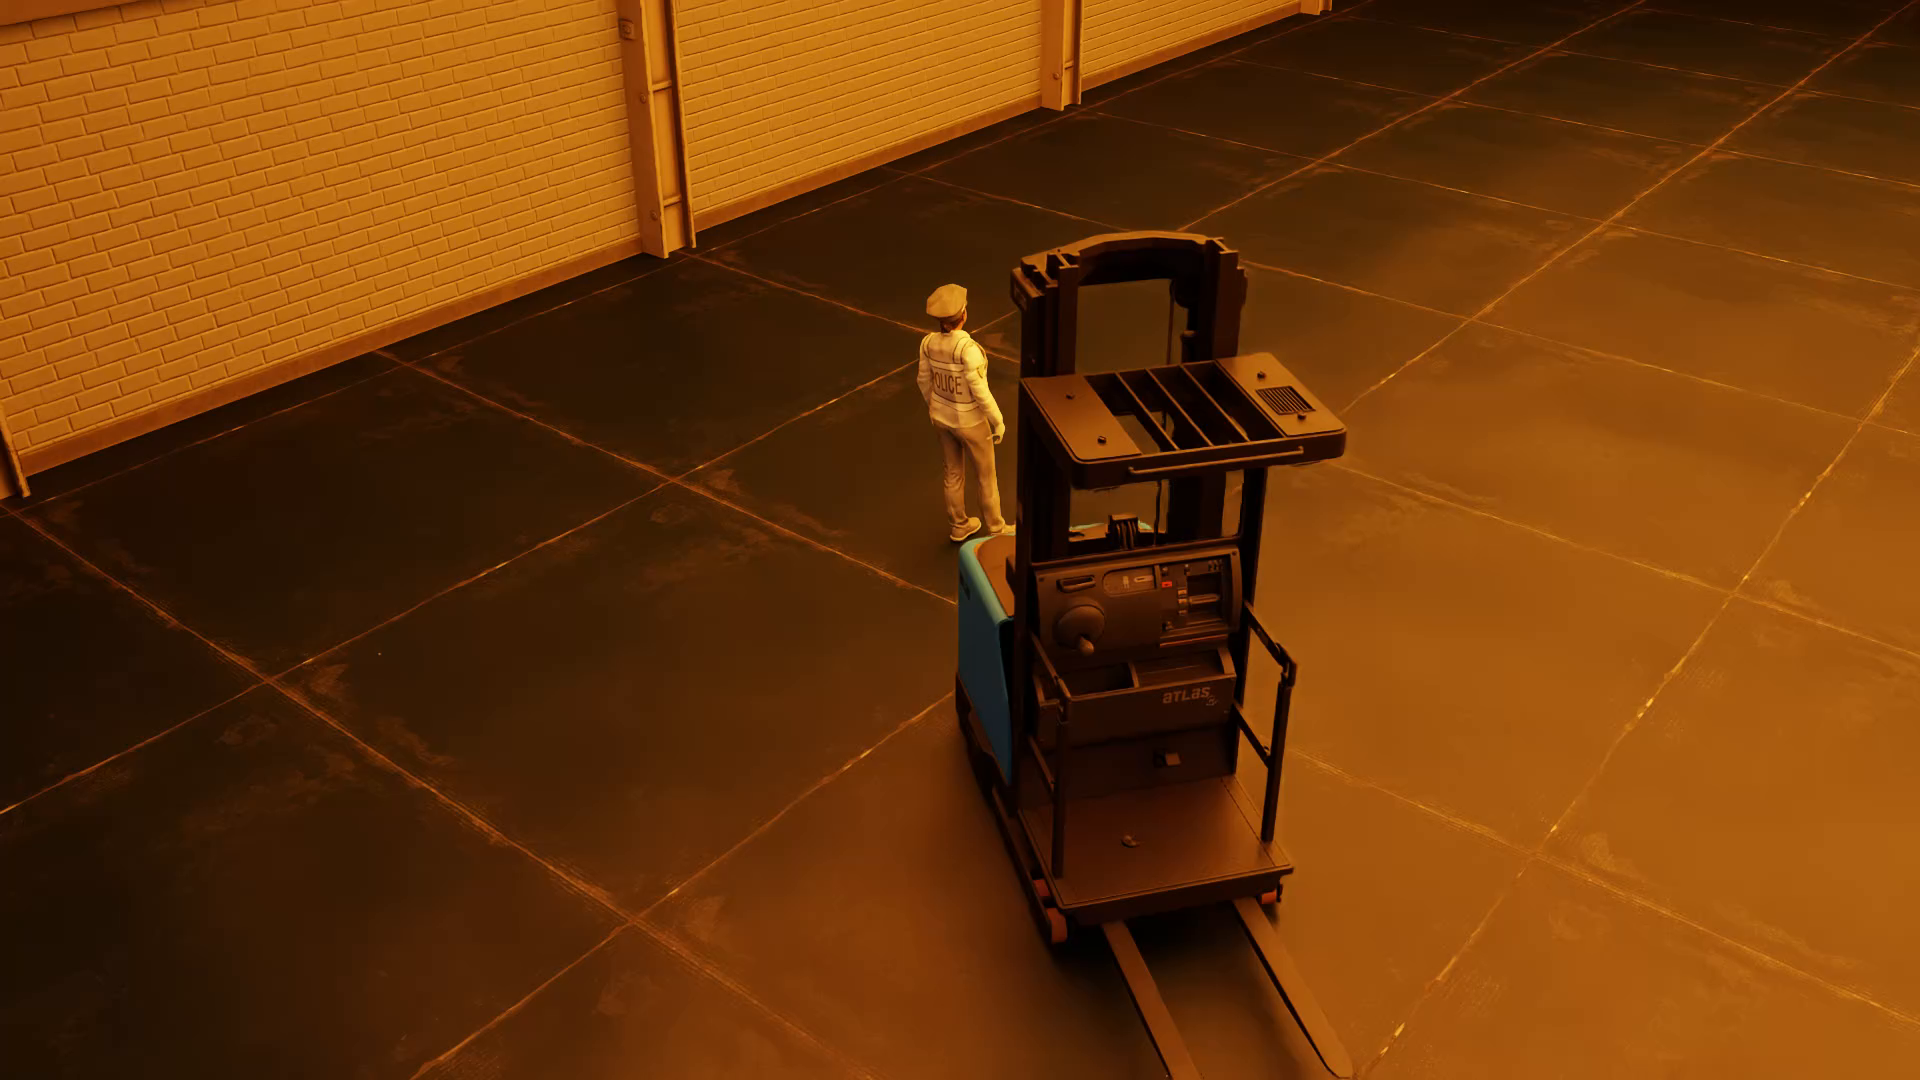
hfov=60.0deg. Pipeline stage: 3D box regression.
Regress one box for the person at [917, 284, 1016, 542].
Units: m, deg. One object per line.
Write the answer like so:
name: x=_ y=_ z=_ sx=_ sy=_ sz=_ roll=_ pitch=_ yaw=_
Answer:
person: x=0.049 y=-0.763 z=10.111 sx=0.587 sy=1.694 sz=0.530 roll=22 pitch=37 yaw=33

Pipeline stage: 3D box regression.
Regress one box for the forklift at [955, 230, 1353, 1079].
forklift: x=0.836 y=0.319 z=7.049 sx=1.130 sy=2.935 sz=3.031 roll=-7 pitch=31 yaw=-12
